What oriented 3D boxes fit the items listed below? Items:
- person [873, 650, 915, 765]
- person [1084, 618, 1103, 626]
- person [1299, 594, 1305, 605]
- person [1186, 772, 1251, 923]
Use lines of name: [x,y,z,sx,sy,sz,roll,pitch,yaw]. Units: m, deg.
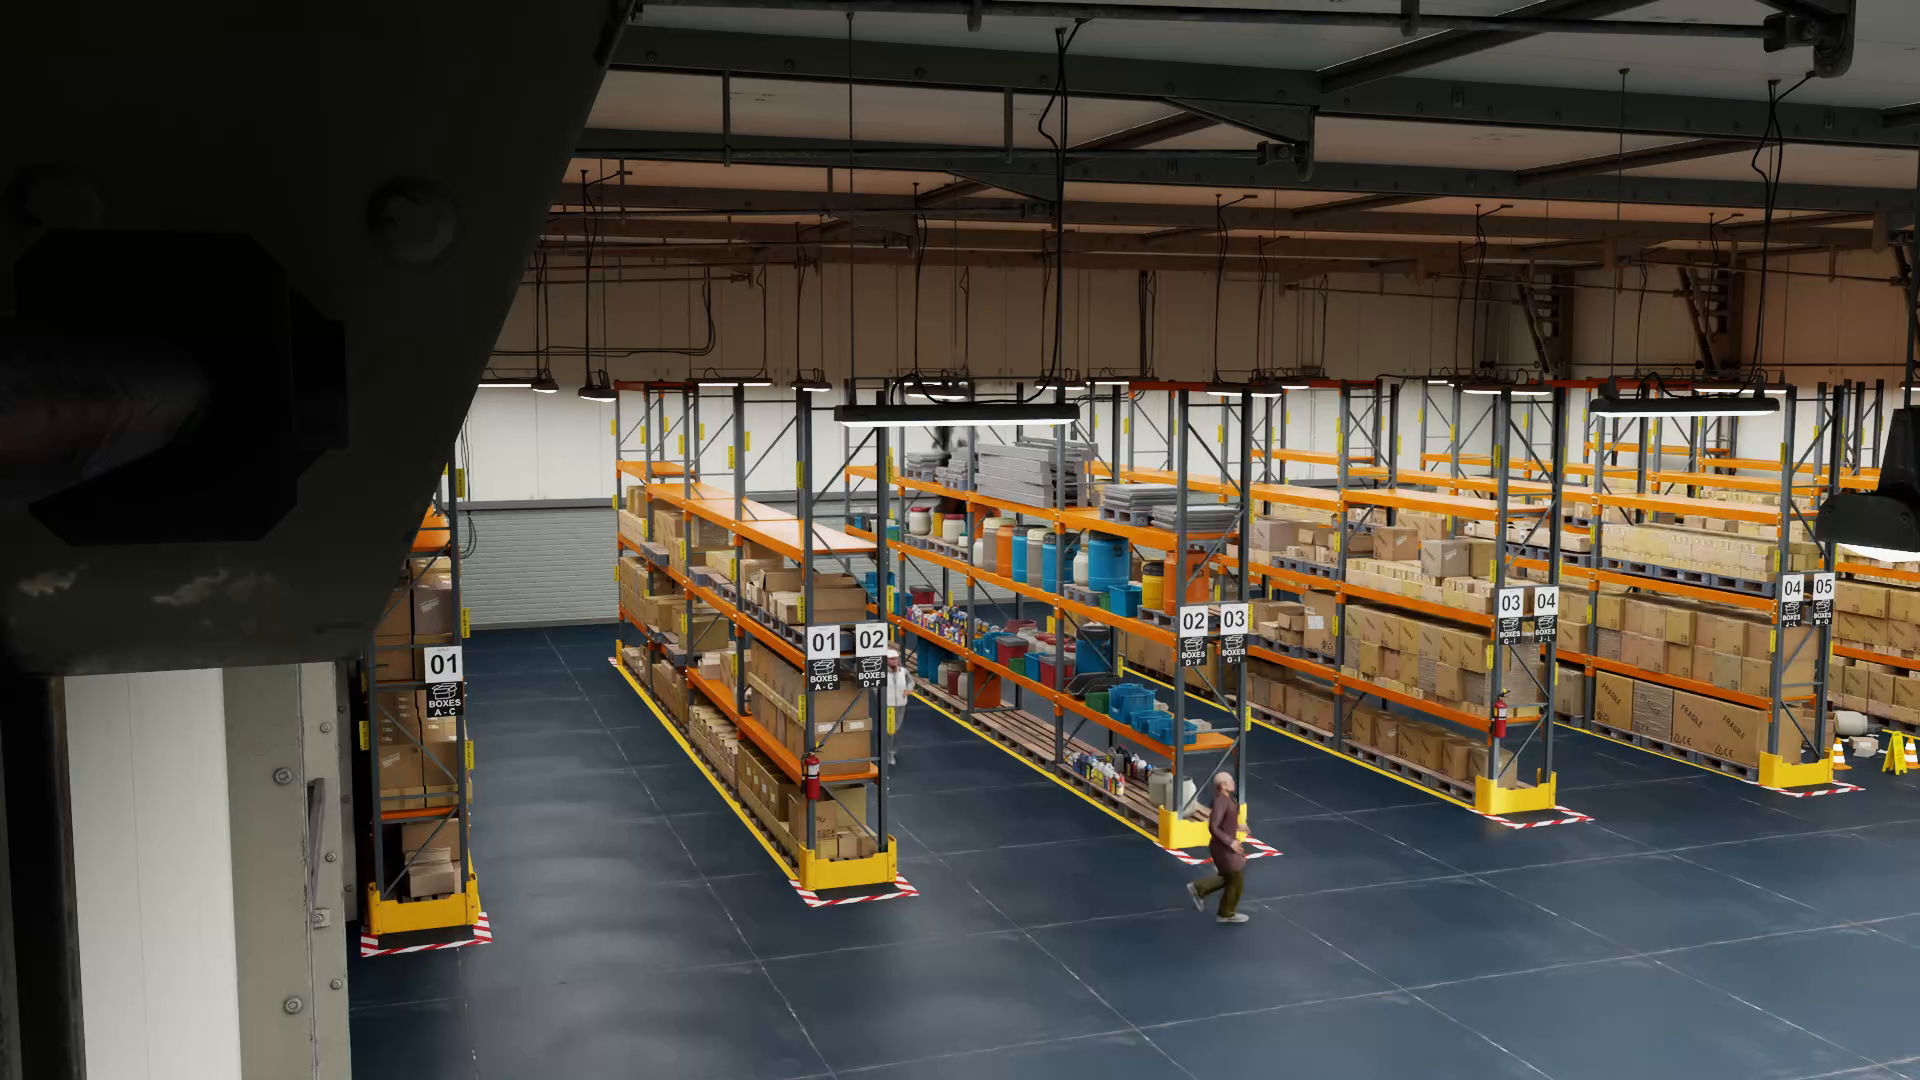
person: [-1.064,2.649,26.631,0.686,1.836,0.743,-2,6,-17]
person: [2.619,2.132,31.864,0.595,1.660,0.576,-3,7,-23]
person: [8.703,1.253,40.950,0.729,1.622,0.774,6,8,43]
person: [2.936,3.478,18.815,0.724,1.735,0.704,1,6,6]
